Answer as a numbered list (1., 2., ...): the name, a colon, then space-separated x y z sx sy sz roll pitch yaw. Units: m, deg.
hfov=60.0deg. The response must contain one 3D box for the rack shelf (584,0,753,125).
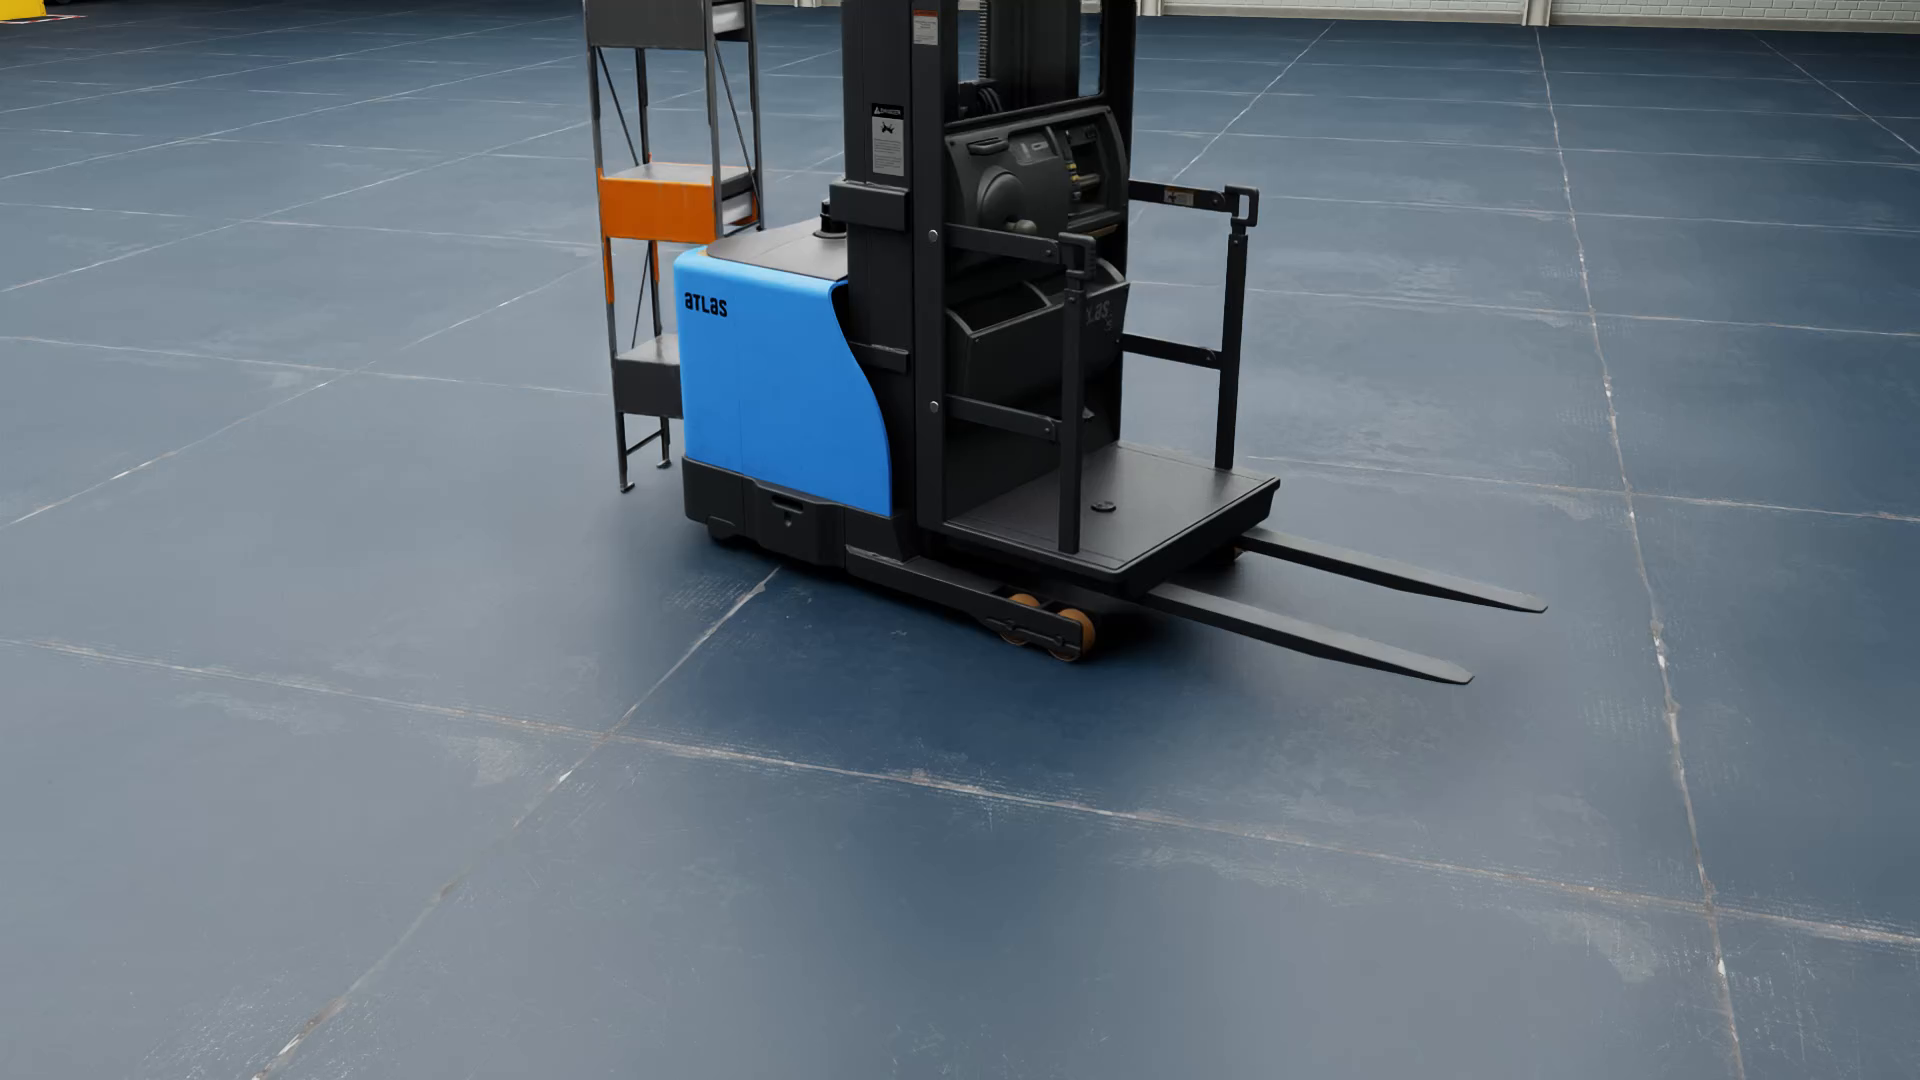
1. rack shelf: -1.070 -1.849 6.197 0.480 0.518 0.431 7 23 17

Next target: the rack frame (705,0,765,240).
1. rack frame: -0.840 -1.183 6.382 0.015 2.100 0.400 7 23 17

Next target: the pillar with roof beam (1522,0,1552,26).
1. pillar with roof beam: 7.617 -10.534 20.093 0.400 9.000 9.100 7 23 16

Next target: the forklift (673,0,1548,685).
1. forklift: 0.432 -1.195 5.320 3.031 2.935 1.130 16 27 34

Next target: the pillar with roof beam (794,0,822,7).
1. pillar with roof beam: -3.871 -11.849 23.300 0.400 9.000 9.100 7 23 16

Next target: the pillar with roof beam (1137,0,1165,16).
1. pillar with roof beam: 1.873 -11.192 21.696 0.400 9.000 9.100 7 23 16

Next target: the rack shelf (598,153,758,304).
1. rack shelf: -1.072 -1.199 6.458 0.480 0.518 0.431 7 23 17

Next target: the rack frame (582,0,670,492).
1. rack frame: -1.304 -1.241 6.523 0.015 2.100 0.400 7 23 17

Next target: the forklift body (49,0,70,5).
1. forklift body: -16.052 -10.702 29.526 1.214 2.155 2.313 7 23 16

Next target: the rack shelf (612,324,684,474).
1. rack shelf: -1.074 -0.550 6.718 0.480 0.518 0.431 7 23 17

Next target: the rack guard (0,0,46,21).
1. rack guard: -15.213 -8.598 26.571 0.348 0.500 1.175 7 23 16

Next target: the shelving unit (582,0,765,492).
1. shelving unit: -1.072 -1.212 6.453 0.503 2.100 0.431 7 23 17
